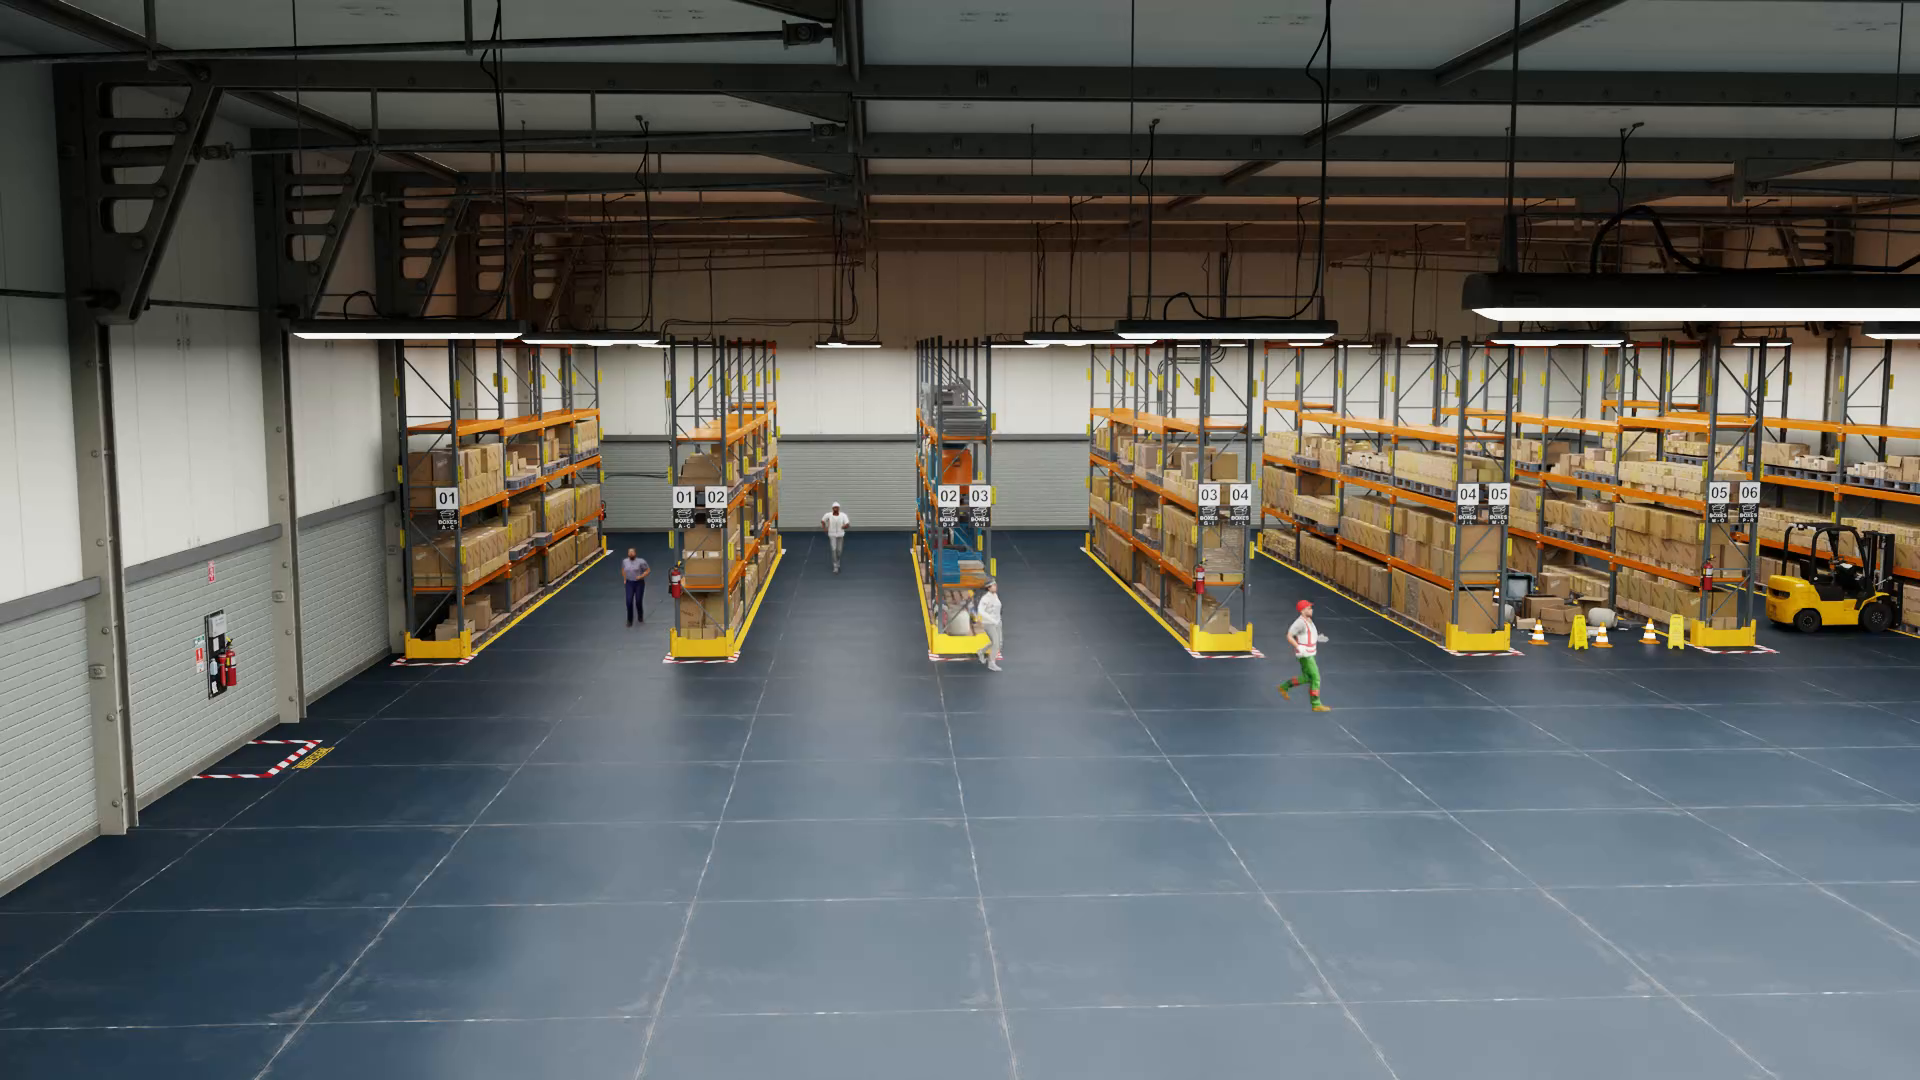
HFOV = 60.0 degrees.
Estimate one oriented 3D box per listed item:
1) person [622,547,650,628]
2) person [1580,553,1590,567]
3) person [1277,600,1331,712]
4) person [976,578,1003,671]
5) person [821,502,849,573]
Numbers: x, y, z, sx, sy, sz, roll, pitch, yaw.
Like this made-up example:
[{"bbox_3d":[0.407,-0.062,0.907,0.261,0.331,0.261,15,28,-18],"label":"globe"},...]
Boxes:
[{"bbox_3d":[-6.775,0.988,34.747,0.591,1.715,0.721,0,6,0],"label":"person"},{"bbox_3d":[15.916,0.033,42.920,0.587,1.686,0.926,0,6,-2],"label":"person"},{"bbox_3d":[5.491,1.835,26.537,0.914,1.765,0.670,3,7,27],"label":"person"},{"bbox_3d":[0.513,1.513,29.963,0.557,1.684,0.648,3,7,26],"label":"person"},{"bbox_3d":[-3.224,-0.096,43.327,0.701,1.793,0.848,-2,7,-14],"label":"person"}]
